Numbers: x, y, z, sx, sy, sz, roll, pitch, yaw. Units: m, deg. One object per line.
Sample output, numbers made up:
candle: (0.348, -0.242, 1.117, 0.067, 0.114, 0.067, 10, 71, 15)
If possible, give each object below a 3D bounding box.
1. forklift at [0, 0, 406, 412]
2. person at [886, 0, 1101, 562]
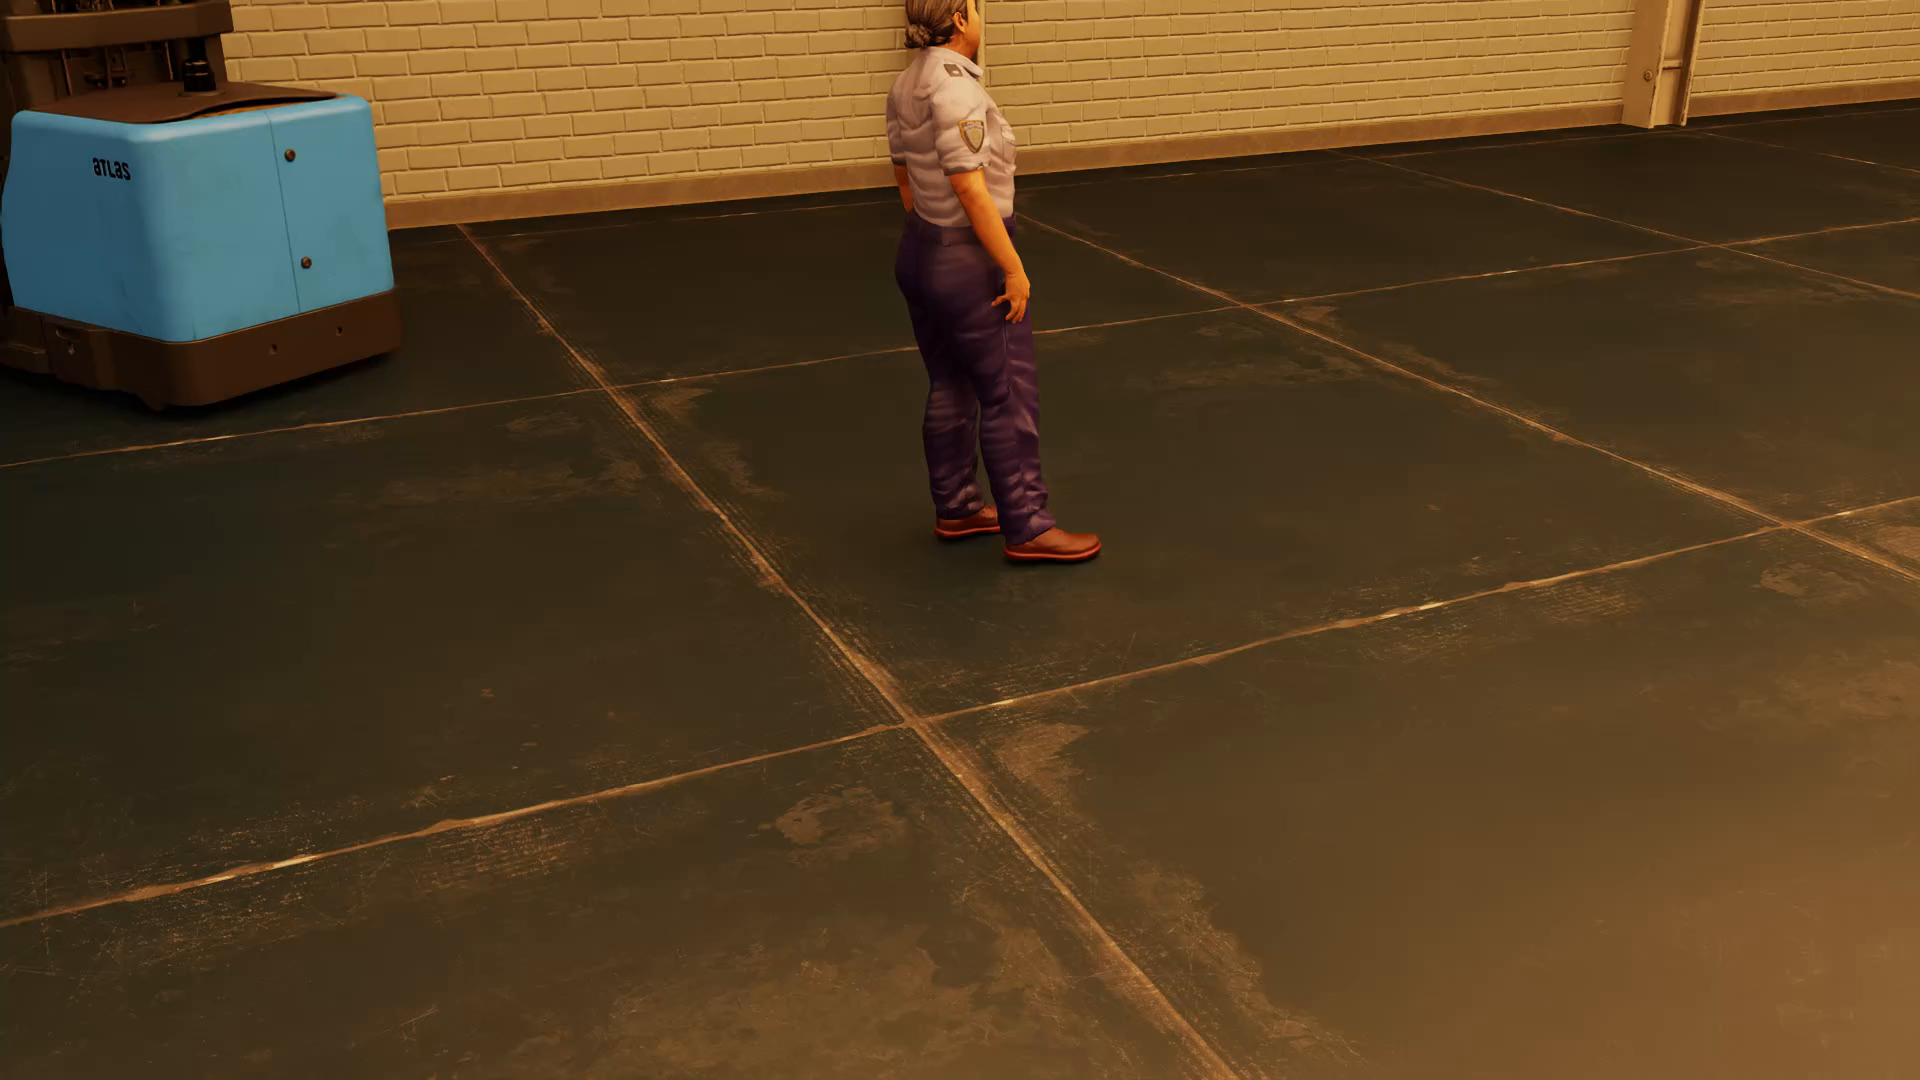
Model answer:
forklift: (-3.808, -2.238, 6.674, 3.031, 2.935, 1.130, 13, 26, 29)
person: (0.090, -0.774, 4.804, 0.503, 1.650, 0.599, -10, 25, -23)
